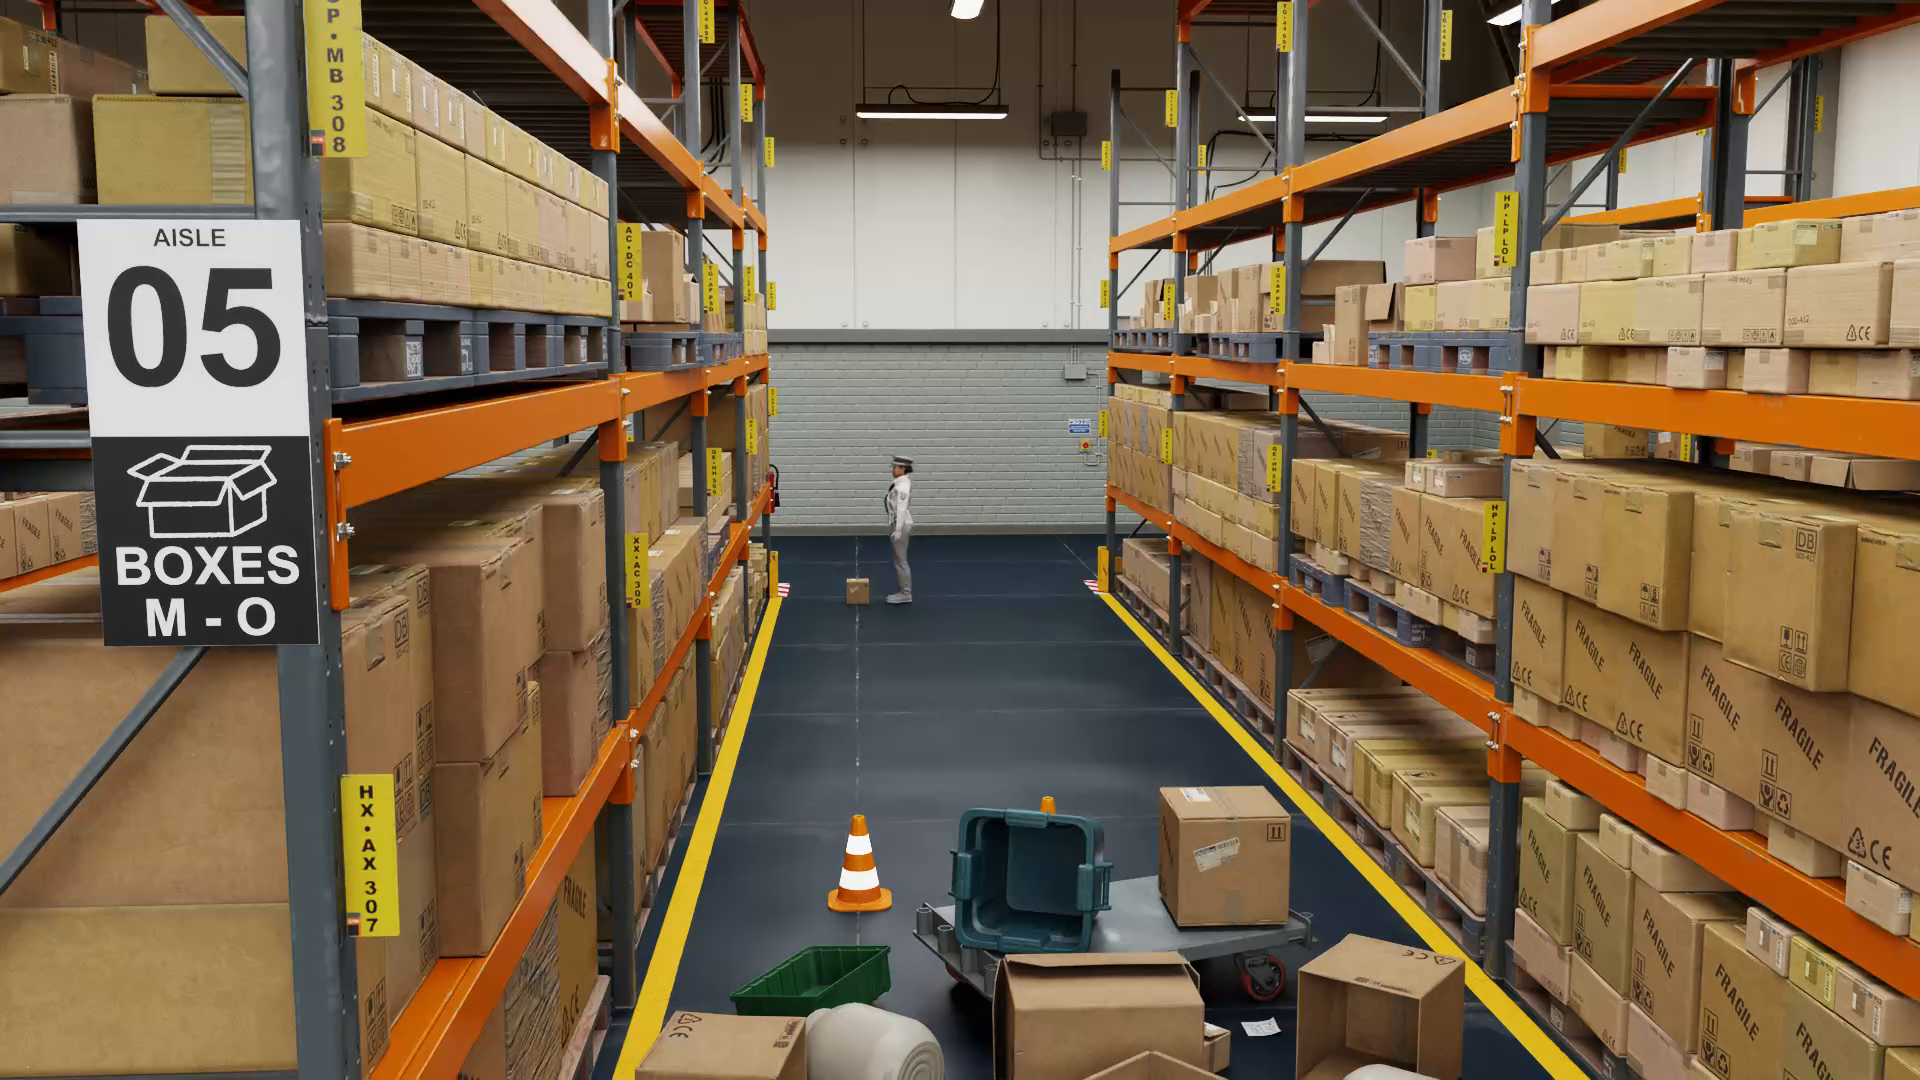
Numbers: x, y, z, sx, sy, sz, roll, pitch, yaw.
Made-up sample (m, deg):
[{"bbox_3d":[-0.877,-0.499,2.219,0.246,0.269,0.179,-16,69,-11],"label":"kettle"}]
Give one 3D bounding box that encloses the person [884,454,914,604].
[{"bbox_3d":[-0.685,-0.129,18.749,0.336,1.679,0.466,0,7,-2],"label":"person"}]
